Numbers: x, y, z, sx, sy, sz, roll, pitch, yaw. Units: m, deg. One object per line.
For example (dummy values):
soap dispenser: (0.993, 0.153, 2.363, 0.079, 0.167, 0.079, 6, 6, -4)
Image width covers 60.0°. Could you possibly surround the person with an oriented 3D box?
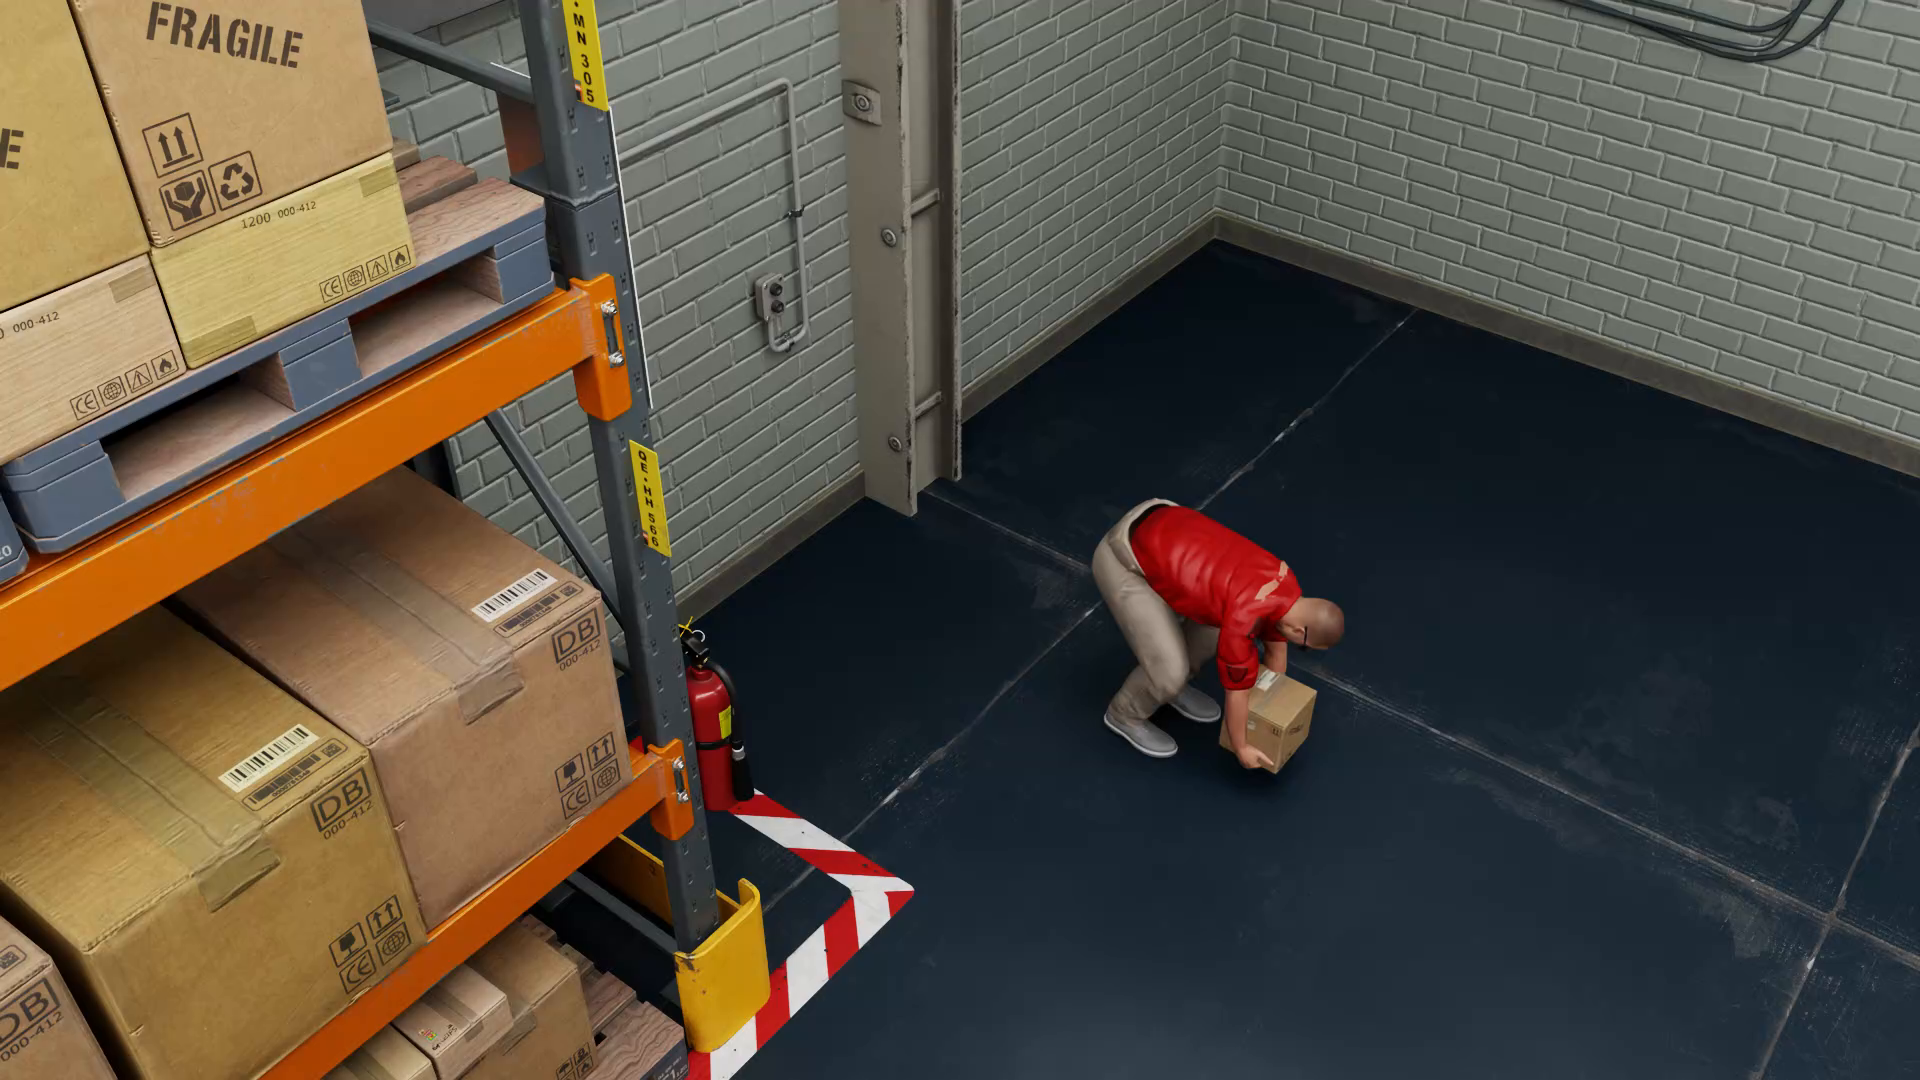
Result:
person: (0.948, 0.395, 6.257, 0.960, 1.002, 0.509, 23, 44, 26)
